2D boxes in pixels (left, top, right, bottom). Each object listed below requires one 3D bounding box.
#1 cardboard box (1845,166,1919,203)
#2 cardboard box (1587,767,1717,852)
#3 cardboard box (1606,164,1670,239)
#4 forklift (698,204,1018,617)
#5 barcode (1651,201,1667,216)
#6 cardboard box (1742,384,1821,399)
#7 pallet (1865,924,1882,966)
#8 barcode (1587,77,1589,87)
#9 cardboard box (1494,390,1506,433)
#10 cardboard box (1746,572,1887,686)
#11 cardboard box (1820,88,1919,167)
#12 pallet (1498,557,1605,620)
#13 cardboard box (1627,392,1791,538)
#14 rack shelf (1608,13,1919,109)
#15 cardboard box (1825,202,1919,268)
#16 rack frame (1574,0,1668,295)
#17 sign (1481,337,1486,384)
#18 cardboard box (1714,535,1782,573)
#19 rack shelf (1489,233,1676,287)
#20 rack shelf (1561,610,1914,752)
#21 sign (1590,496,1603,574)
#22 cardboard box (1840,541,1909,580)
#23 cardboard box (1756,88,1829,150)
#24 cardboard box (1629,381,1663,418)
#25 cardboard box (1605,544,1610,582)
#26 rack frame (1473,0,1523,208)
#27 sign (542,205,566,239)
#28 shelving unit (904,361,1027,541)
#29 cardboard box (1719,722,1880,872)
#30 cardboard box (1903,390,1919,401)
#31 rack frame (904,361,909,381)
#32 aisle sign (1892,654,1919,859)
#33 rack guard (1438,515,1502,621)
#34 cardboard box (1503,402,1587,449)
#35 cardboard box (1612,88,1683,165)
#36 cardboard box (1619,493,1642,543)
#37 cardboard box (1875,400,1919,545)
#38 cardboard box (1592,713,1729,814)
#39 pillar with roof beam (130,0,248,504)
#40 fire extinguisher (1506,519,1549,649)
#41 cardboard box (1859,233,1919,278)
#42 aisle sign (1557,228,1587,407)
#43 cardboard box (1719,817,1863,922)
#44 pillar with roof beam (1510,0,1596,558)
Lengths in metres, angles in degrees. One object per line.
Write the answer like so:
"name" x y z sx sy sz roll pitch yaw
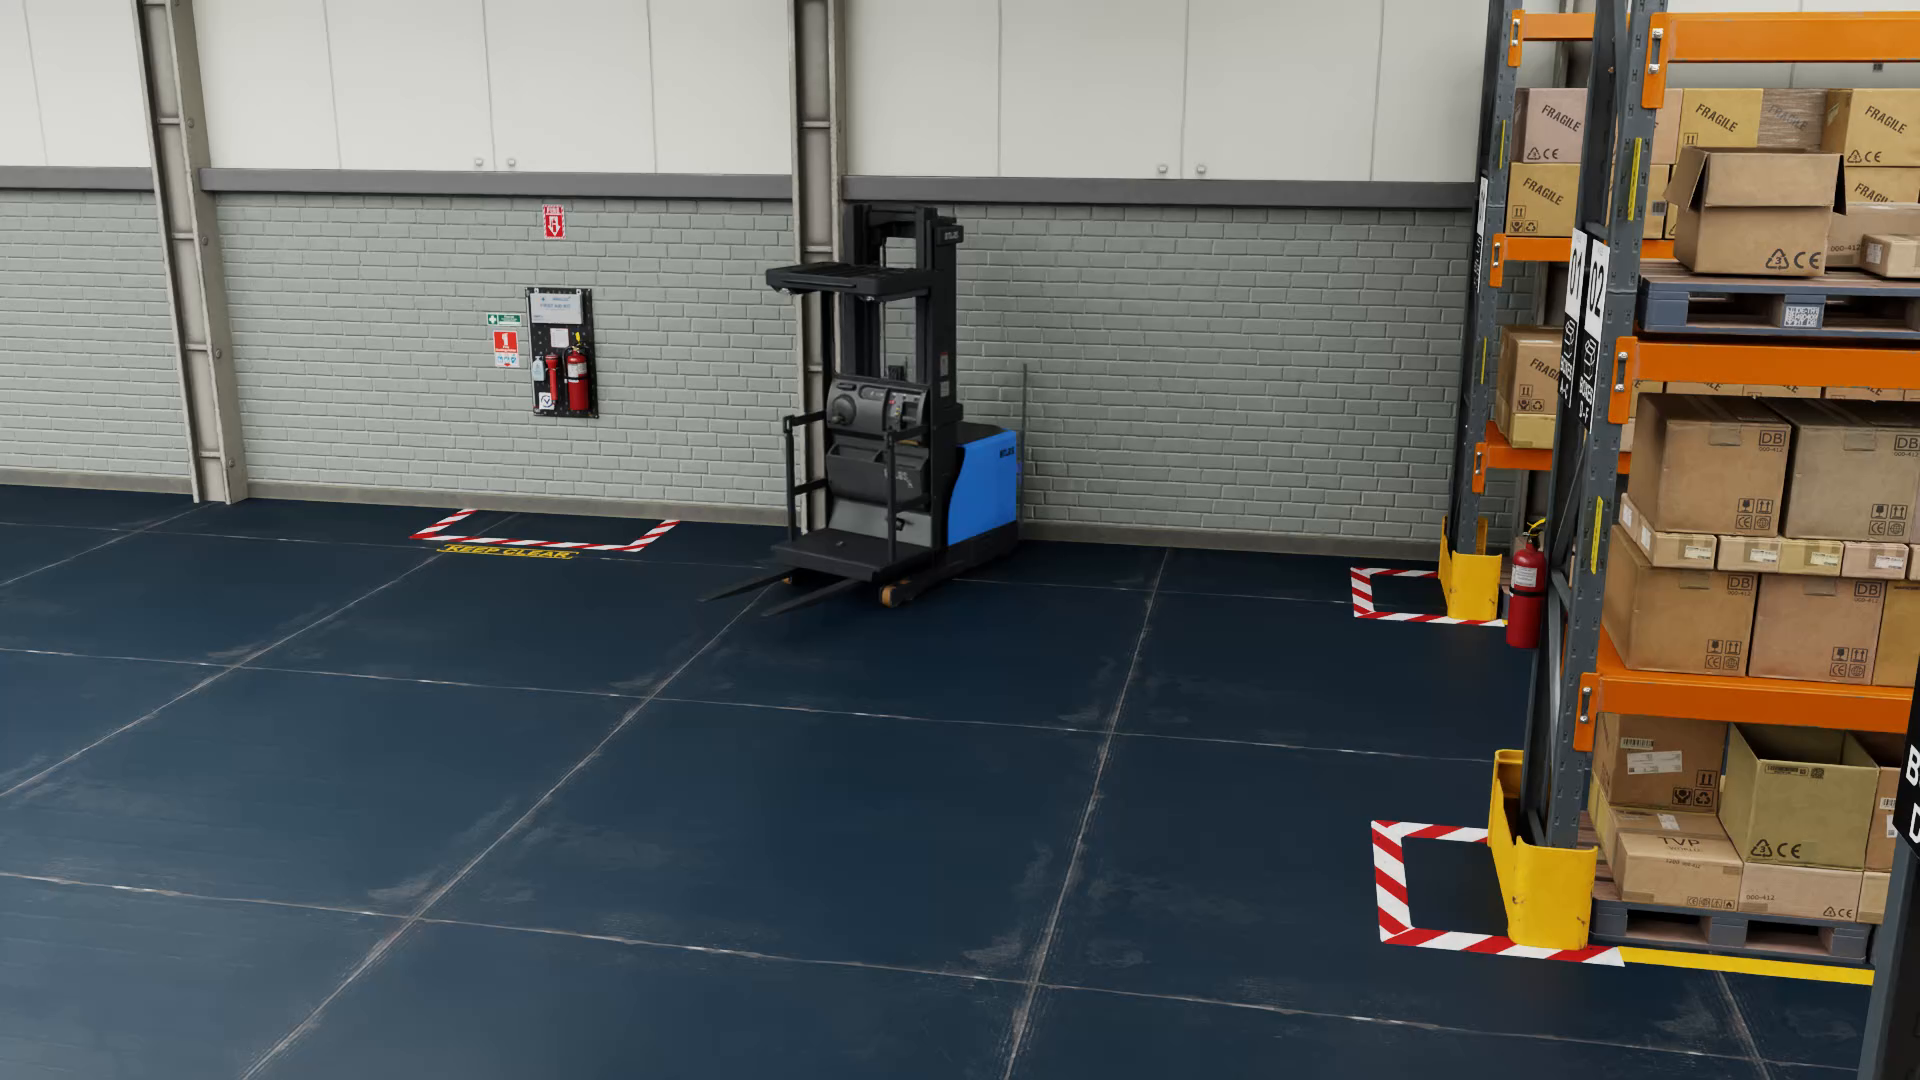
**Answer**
"cardboard box" 6.180 -2.309 11.366 0.500 0.500 0.500 2 16 9
"cardboard box" 3.449 1.363 8.316 0.500 0.250 0.500 3 16 11
"cardboard box" 4.645 -2.389 11.654 0.500 0.500 0.500 4 16 15
"forklift" -0.769 -1.045 12.772 1.130 2.935 3.031 11 19 33
"barcode" 3.257 -1.546 7.748 0.075 0.075 0.001 3 16 11
"cardboard box" 5.752 -1.119 11.752 0.500 0.500 0.500 4 16 13
"pallet" 4.814 1.728 7.857 1.213 0.211 1.003 3 16 11
"barcode" 4.644 -3.364 12.216 0.075 0.075 0.001 3 16 11
"cardboard box" 4.345 -0.970 12.618 0.500 0.250 0.500 3 16 12
"cardboard box" 3.835 0.296 7.617 0.500 0.500 0.700 4 16 13
"cardboard box" 6.170 -2.786 11.215 0.500 0.500 0.500 3 16 9
"pallet" 4.712 0.394 12.676 1.213 0.211 1.003 3 16 11
"cardboard box" 3.372 -0.353 7.530 0.500 0.500 0.700 3 16 11
"rack shelf" 4.825 -1.956 6.793 4.000 0.370 1.077 3 16 11
"cardboard box" 4.046 -1.362 7.401 0.500 0.250 0.500 3 16 11
"rack frame" 2.865 -2.602 7.028 0.127 3.000 1.000 3 16 11
"sign" 3.740 -1.282 11.879 0.005 0.325 0.100 3 16 11
"cardboard box" 3.466 0.019 7.402 0.250 0.149 0.380 3 16 10
"rack shelf" 5.808 -1.999 11.819 4.000 0.370 1.077 3 16 11
"rack shelf" 4.825 0.742 7.540 4.000 0.370 1.077 3 16 11
"sign" 2.748 -0.021 7.179 0.005 0.325 0.100 3 16 11
"cardboard box" 3.957 0.047 7.302 0.250 0.149 0.380 3 16 10
"cardboard box" 5.830 -2.951 11.808 0.500 0.500 0.500 3 16 11
"cardboard box" 4.738 -1.173 11.945 0.500 0.500 0.500 3 16 11
"cardboard box" 5.067 0.168 12.480 0.500 0.311 0.500 4 16 16
"rack frame" 3.848 -3.898 11.707 0.127 3.000 1.000 3 16 11
"sign" -3.575 -2.800 14.639 0.199 0.298 0.001 3 16 11
"shelving unit" 0.046 -0.763 14.383 1.048 1.500 0.538 2 1 4
"cardboard box" 3.836 1.163 7.632 0.500 0.500 0.500 3 16 11
"cardboard box" 6.753 -1.062 11.546 0.500 0.500 0.500 3 16 11
"rack frame" -0.460 -0.776 14.422 0.032 1.500 0.500 2 1 4
"aisle sign" 1.863 0.251 3.099 0.004 0.787 0.394 3 16 11
"rack guard" 3.923 0.202 12.827 0.348 0.500 1.175 3 16 11
"cardboard box" 4.263 -0.835 12.131 0.500 0.250 0.500 3 16 9
"cardboard box" 4.659 -2.868 11.510 0.500 0.500 0.500 3 16 10
"cardboard box" 3.277 -0.101 7.835 0.250 0.149 0.380 3 16 10
"cardboard box" 4.382 -0.300 7.338 0.500 0.500 0.700 3 16 11
"cardboard box" 3.450 1.001 8.217 0.500 0.500 0.500 3 16 11
"pillar with roof beam" -7.911 -3.599 10.628 0.400 9.000 9.100 3 16 11
"fire extinguisher" 2.841 0.199 8.300 0.183 0.674 0.296 3 16 11
"cardboard box" 3.983 -1.196 6.994 0.250 0.149 0.380 3 16 11
"aisle sign" 2.859 -1.044 7.771 0.004 0.787 0.394 3 16 11
"cardboard box" 3.837 1.524 7.734 0.500 0.250 0.500 3 16 11
"pillar with roof beam" 3.849 -2.961 8.323 0.400 9.000 9.100 3 16 11
